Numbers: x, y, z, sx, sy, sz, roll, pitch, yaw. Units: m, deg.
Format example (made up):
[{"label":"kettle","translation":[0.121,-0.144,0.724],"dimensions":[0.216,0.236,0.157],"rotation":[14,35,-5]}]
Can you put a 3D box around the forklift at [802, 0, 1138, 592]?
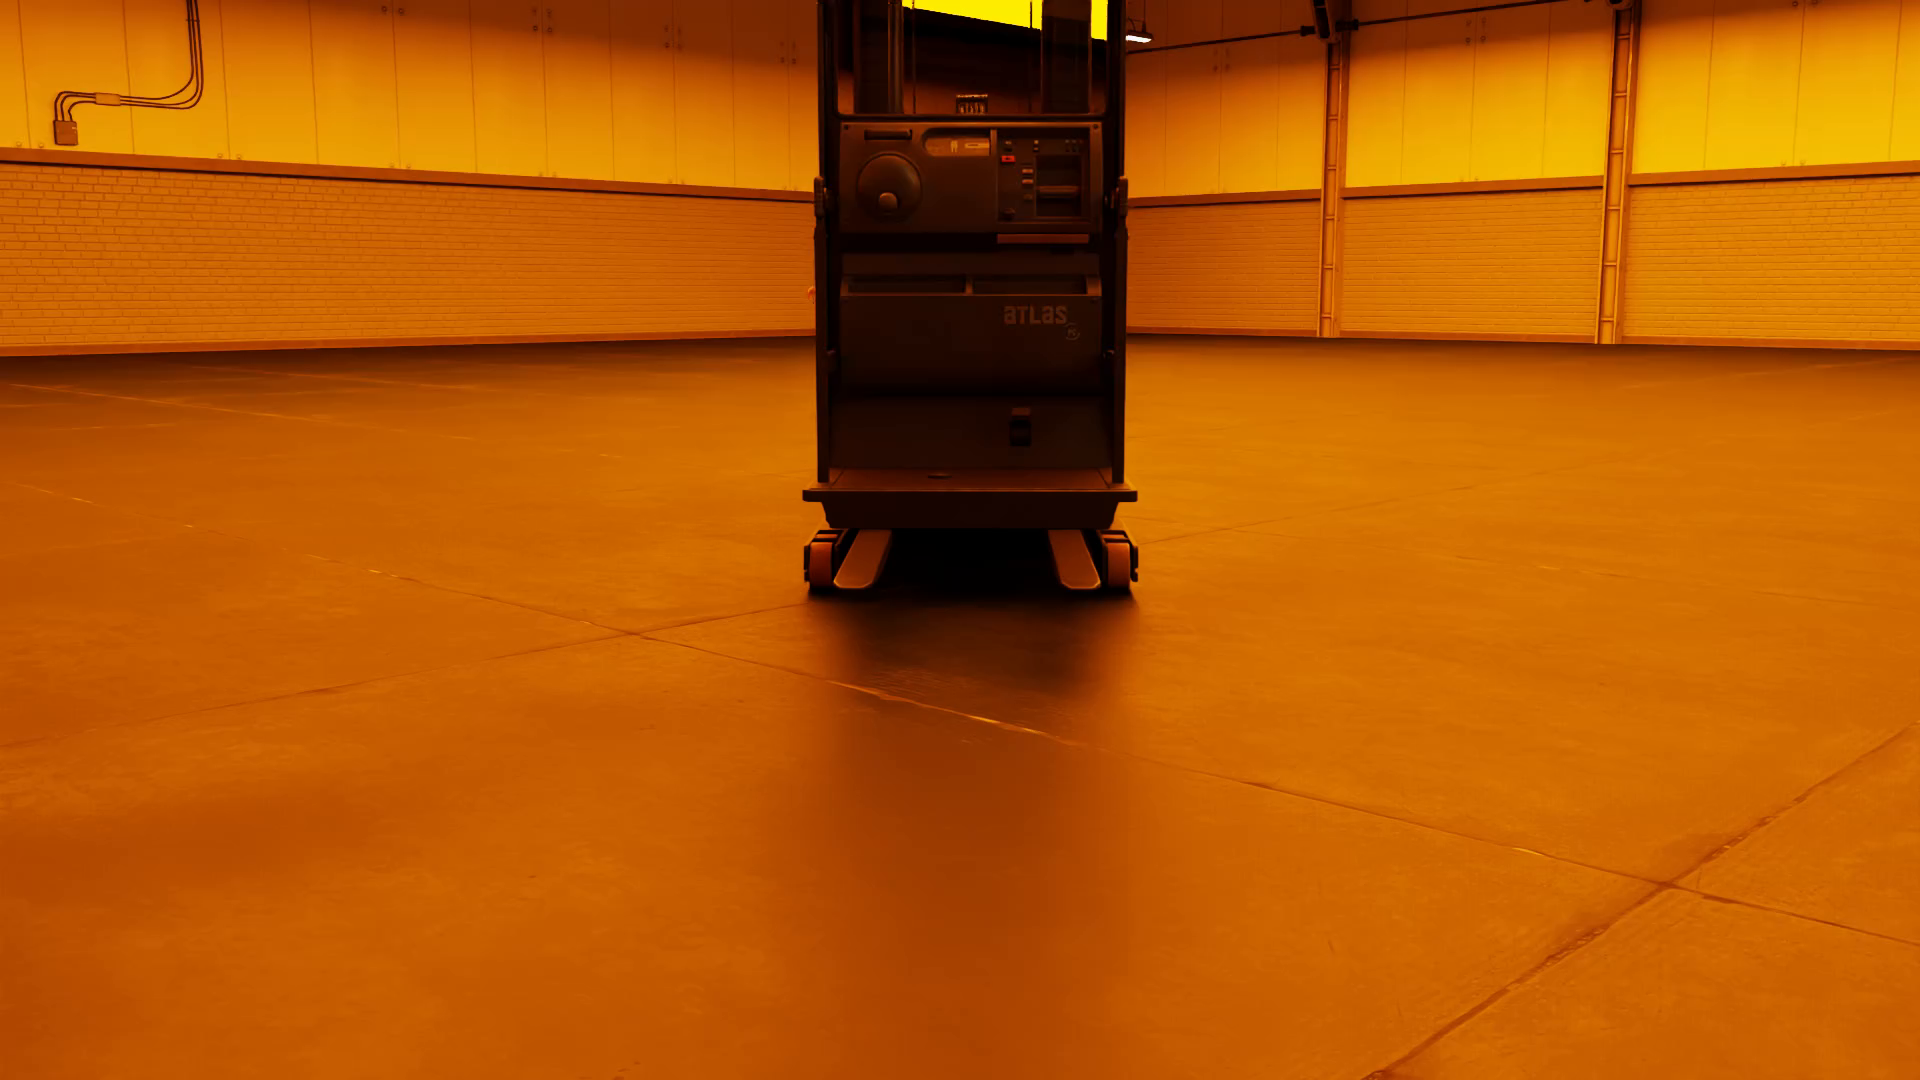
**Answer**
[{"label":"forklift","translation":[0.038,-1.326,5.679],"dimensions":[1.130,2.935,3.031],"rotation":[0,9,1]}]

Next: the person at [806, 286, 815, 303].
[{"label":"person","translation":[-0.502,-1.054,8.741],"dimensions":[0.428,1.528,0.825],"rotation":[-7,11,-39]}]
